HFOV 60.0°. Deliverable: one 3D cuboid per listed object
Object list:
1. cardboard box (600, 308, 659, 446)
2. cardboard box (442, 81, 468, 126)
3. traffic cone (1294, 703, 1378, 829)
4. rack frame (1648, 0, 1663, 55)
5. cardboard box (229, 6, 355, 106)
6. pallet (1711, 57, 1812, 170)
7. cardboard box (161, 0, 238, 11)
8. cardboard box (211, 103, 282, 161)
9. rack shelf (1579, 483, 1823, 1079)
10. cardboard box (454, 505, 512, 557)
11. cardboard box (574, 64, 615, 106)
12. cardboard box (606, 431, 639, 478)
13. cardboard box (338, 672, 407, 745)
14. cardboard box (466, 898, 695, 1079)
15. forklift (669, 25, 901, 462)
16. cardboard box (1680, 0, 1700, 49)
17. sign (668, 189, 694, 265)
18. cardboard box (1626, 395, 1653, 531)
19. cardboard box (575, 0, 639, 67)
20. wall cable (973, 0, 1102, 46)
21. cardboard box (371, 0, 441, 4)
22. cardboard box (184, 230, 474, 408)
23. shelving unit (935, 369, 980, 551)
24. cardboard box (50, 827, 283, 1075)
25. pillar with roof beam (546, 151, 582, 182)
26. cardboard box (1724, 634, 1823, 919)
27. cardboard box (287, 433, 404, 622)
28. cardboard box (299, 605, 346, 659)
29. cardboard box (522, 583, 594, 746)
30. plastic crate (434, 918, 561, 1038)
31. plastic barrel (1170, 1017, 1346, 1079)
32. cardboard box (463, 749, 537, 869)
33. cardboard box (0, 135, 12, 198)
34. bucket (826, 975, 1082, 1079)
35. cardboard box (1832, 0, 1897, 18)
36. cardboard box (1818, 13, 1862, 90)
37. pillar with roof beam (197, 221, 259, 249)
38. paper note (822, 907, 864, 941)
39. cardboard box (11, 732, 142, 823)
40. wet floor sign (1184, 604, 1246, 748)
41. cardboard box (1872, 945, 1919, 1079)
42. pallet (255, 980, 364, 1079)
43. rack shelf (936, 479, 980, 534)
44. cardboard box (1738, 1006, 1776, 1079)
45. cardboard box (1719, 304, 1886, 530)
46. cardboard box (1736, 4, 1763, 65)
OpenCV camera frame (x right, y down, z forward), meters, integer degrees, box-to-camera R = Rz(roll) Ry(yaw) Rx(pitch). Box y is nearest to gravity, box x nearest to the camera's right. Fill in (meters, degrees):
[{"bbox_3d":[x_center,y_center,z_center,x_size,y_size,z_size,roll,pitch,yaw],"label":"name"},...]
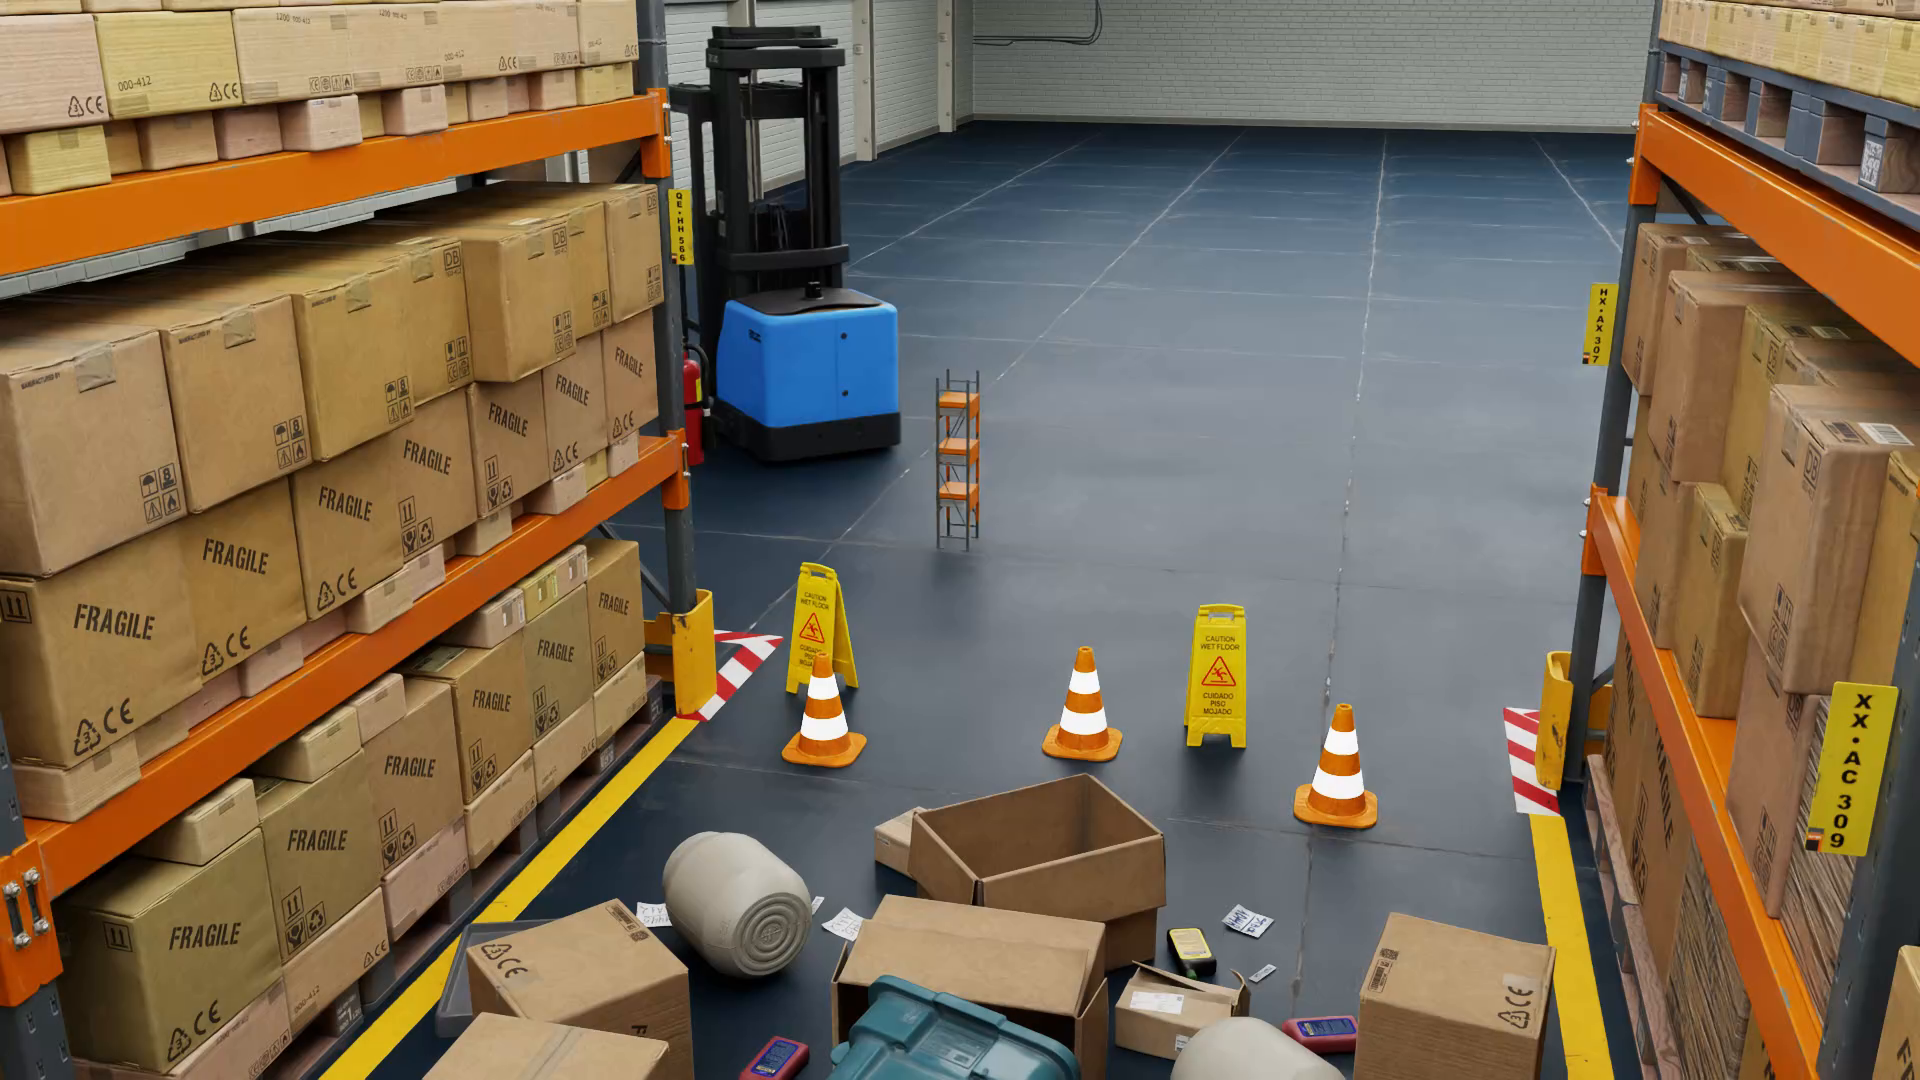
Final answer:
[{"bbox_3d":[-1.618,-0.716,7.029,0.500,0.500,0.500,4,19,12],"label":"cardboard box"},{"bbox_3d":[-1.909,-1.487,5.650,0.380,0.149,0.250,4,19,12],"label":"cardboard box"},{"bbox_3d":[1.565,0.894,6.854,0.336,0.463,0.334,5,19,13],"label":"traffic cone"},{"bbox_3d":[3.072,-3.200,5.633,1.000,3.000,0.127,5,19,13],"label":"rack frame"},{"bbox_3d":[-2.105,-1.390,4.748,0.500,0.250,0.500,5,19,14],"label":"cardboard box"},{"bbox_3d":[2.605,-1.121,4.326,1.003,0.211,1.213,5,19,13],"label":"pallet"},{"bbox_3d":[-2.138,-1.463,4.345,0.380,0.149,0.250,5,19,13],"label":"cardboard box"},{"bbox_3d":[-2.169,-1.167,4.713,0.380,0.149,0.250,4,19,12],"label":"cardboard box"},{"bbox_3d":[2.583,0.607,4.884,1.077,0.370,4.000,5,19,13],"label":"rack shelf"},{"bbox_3d":[-1.881,-0.060,6.113,0.380,0.149,0.250,4,19,13],"label":"cardboard box"},{"bbox_3d":[-1.598,-1.806,6.582,0.380,0.149,0.250,5,19,14],"label":"cardboard box"},{"bbox_3d":[-1.591,-0.379,7.044,0.380,0.149,0.250,4,19,13],"label":"cardboard box"},{"bbox_3d":[-2.049,0.531,5.434,0.380,0.149,0.250,6,20,17],"label":"cardboard box"},{"bbox_3d":[-1.149,1.487,5.056,0.500,0.500,0.500,-13,23,-34],"label":"cardboard box"},{"bbox_3d":[-1.562,-2.365,12.577,1.130,2.935,3.031,-10,21,-26],"label":"forklift"},{"bbox_3d":[2.554,-1.667,5.370,0.380,0.149,0.250,5,19,14],"label":"cardboard box"},{"bbox_3d":[-1.219,-1.367,7.270,0.100,0.325,0.005,5,19,13],"label":"sign"},{"bbox_3d":[3.025,-0.312,6.228,0.875,0.550,0.550,5,19,13],"label":"cardboard box"},{"bbox_3d":[-1.616,-2.028,6.614,0.500,0.250,0.500,4,19,13],"label":"cardboard box"},{"bbox_3d":[1.721,-12.555,37.827,3.097,2.526,0.112,5,19,13],"label":"wall cable"},{"bbox_3d":[-1.891,-1.785,5.288,0.380,0.149,0.250,5,20,15],"label":"cardboard box"},{"bbox_3d":[-2.078,-0.732,5.529,0.700,0.500,0.500,5,19,13],"label":"cardboard box"},{"bbox_3d":[-0.013,-0.480,9.969,0.215,1.050,0.252,5,19,13],"label":"shelving unit"},{"bbox_3d":[-2.324,1.118,4.718,0.500,0.500,0.500,6,20,16],"label":"cardboard box"},{"bbox_3d":[-0.504,-7.224,17.415,9.100,9.000,0.400,5,19,13],"label":"pillar with roof beam"},{"bbox_3d":[2.286,0.531,3.759,0.875,0.550,0.550,5,19,13],"label":"cardboard box"},{"bbox_3d":[-2.117,-0.086,5.183,0.500,0.500,0.500,4,19,13],"label":"cardboard box"},{"bbox_3d":[-2.166,0.250,5.205,0.380,0.149,0.250,5,19,13],"label":"cardboard box"},{"bbox_3d":[-1.820,0.463,6.635,0.500,0.500,0.500,5,20,15],"label":"cardboard box"},{"bbox_3d":[-1.551,1.488,5.707,0.402,0.080,0.583,-2,19,-6],"label":"plastic crate"},{"bbox_3d":[0.884,1.636,4.744,0.421,0.421,0.512,-13,23,-34],"label":"plastic barrel"},{"bbox_3d":[-1.946,0.983,6.272,0.500,0.250,0.500,4,19,11],"label":"cardboard box"},{"bbox_3d":[-2.413,-0.846,3.772,0.380,0.149,0.250,4,19,13],"label":"cardboard box"},{"bbox_3d":[-0.108,1.498,3.874,0.726,0.611,0.620,12,32,32],"label":"bucket"},{"bbox_3d":[2.090,-1.175,3.315,0.500,0.250,0.500,5,19,13],"label":"cardboard box"},{"bbox_3d":[2.059,-1.033,3.515,0.380,0.149,0.250,5,19,14],"label":"cardboard box"},{"bbox_3d":[-1.970,-5.343,11.909,9.100,9.000,0.400,5,19,13],"label":"pillar with roof beam"},{"bbox_3d":[-0.406,1.398,6.064,0.148,0.019,0.142,12,22,32],"label":"paper note"},{"bbox_3d":[-2.342,0.579,4.240,0.380,0.149,0.250,5,19,13],"label":"cardboard box"},{"bbox_3d":[1.159,0.588,7.468,0.267,0.644,0.232,1,19,4],"label":"wet floor sign"},{"bbox_3d":[1.705,0.989,2.496,0.500,0.500,0.500,5,19,14],"label":"cardboard box"},{"bbox_3d":[-2.600,1.640,5.059,1.003,0.211,1.213,5,19,13],"label":"pallet"},{"bbox_3d":[-0.013,-0.207,10.062,0.215,0.259,0.240,5,19,13],"label":"rack shelf"},{"bbox_3d":[2.316,1.508,3.769,0.875,0.875,0.875,5,19,14],"label":"cardboard box"},{"bbox_3d":[2.627,-0.309,4.548,0.875,0.550,0.500,5,19,13],"label":"cardboard box"},{"bbox_3d":[2.308,-1.350,4.442,0.380,0.149,0.250,5,19,14],"label":"cardboard box"}]
